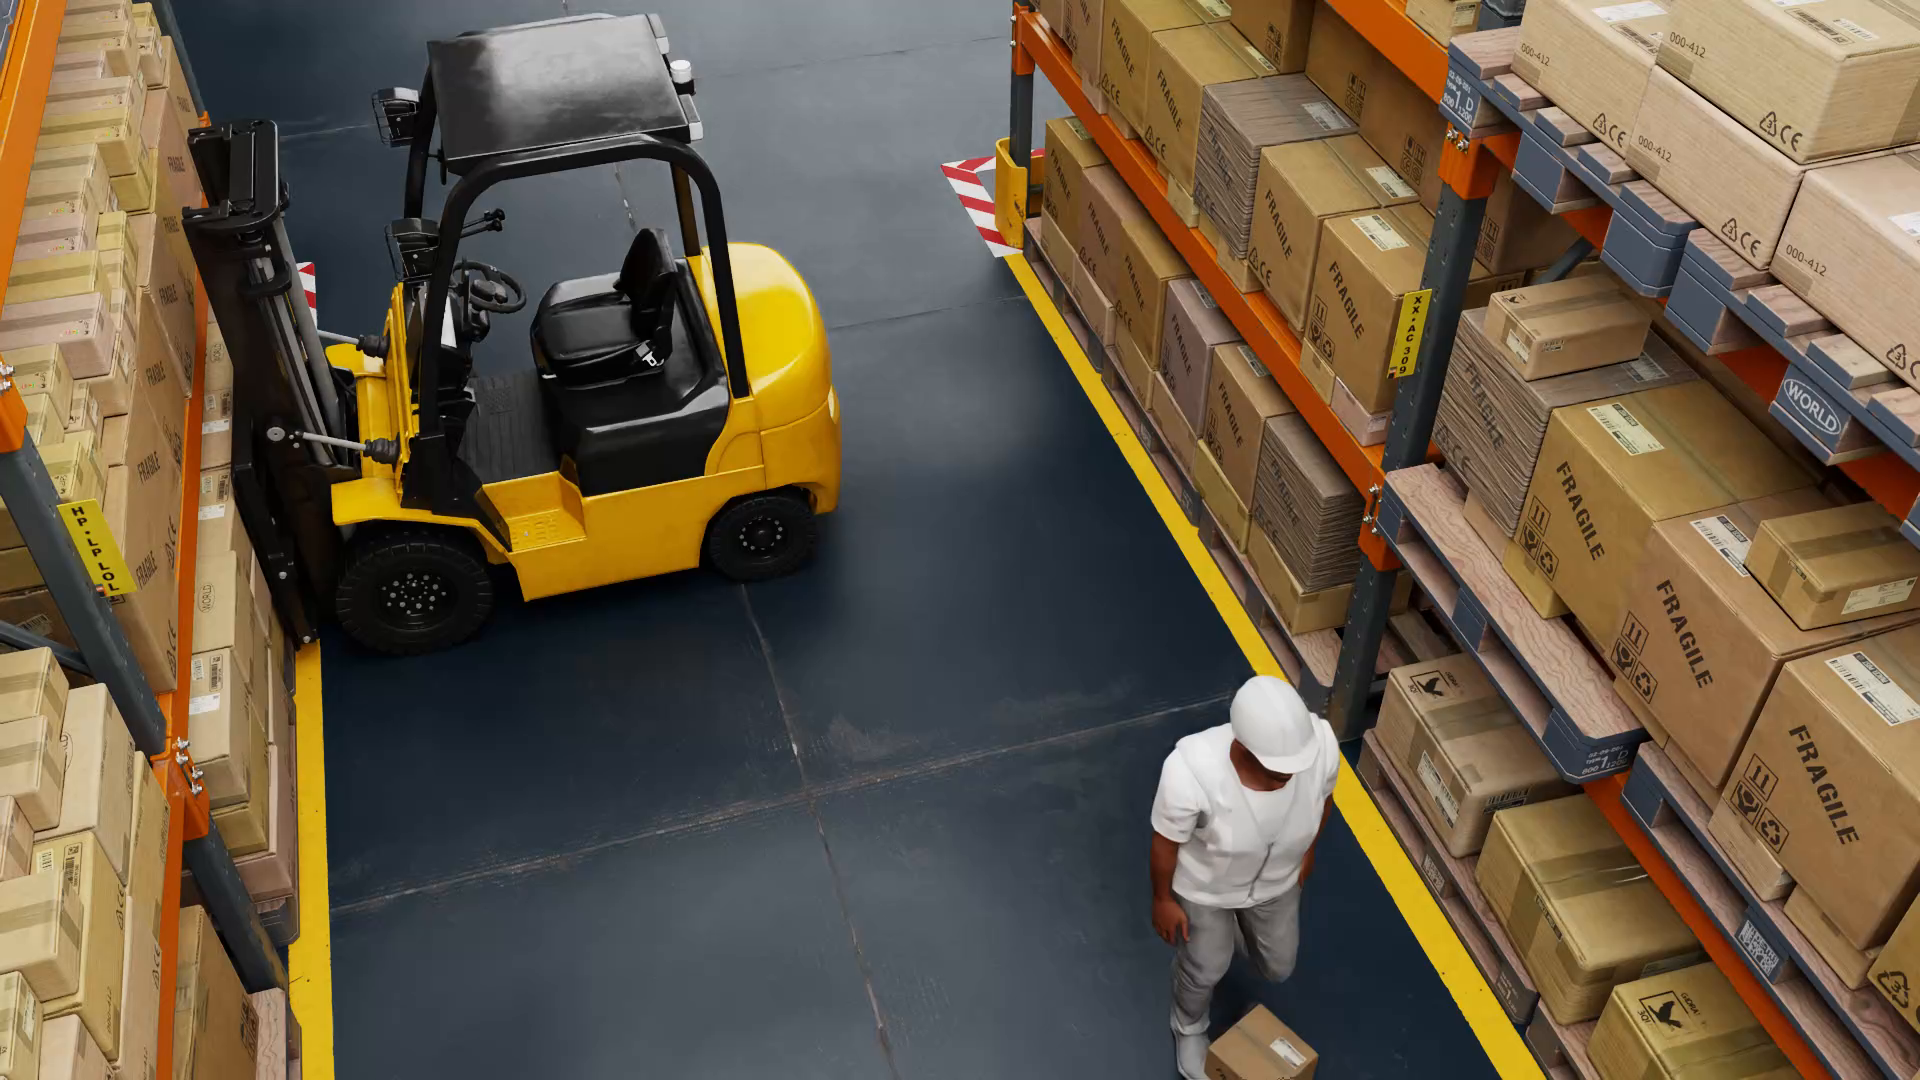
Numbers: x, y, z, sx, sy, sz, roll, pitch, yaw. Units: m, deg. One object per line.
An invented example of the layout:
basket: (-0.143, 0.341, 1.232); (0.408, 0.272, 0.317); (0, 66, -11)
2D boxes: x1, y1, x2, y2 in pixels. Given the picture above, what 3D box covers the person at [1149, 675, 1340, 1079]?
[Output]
person: (0.820, 0.960, 5.049); (0.581, 1.755, 0.595); (-10, 43, -11)
